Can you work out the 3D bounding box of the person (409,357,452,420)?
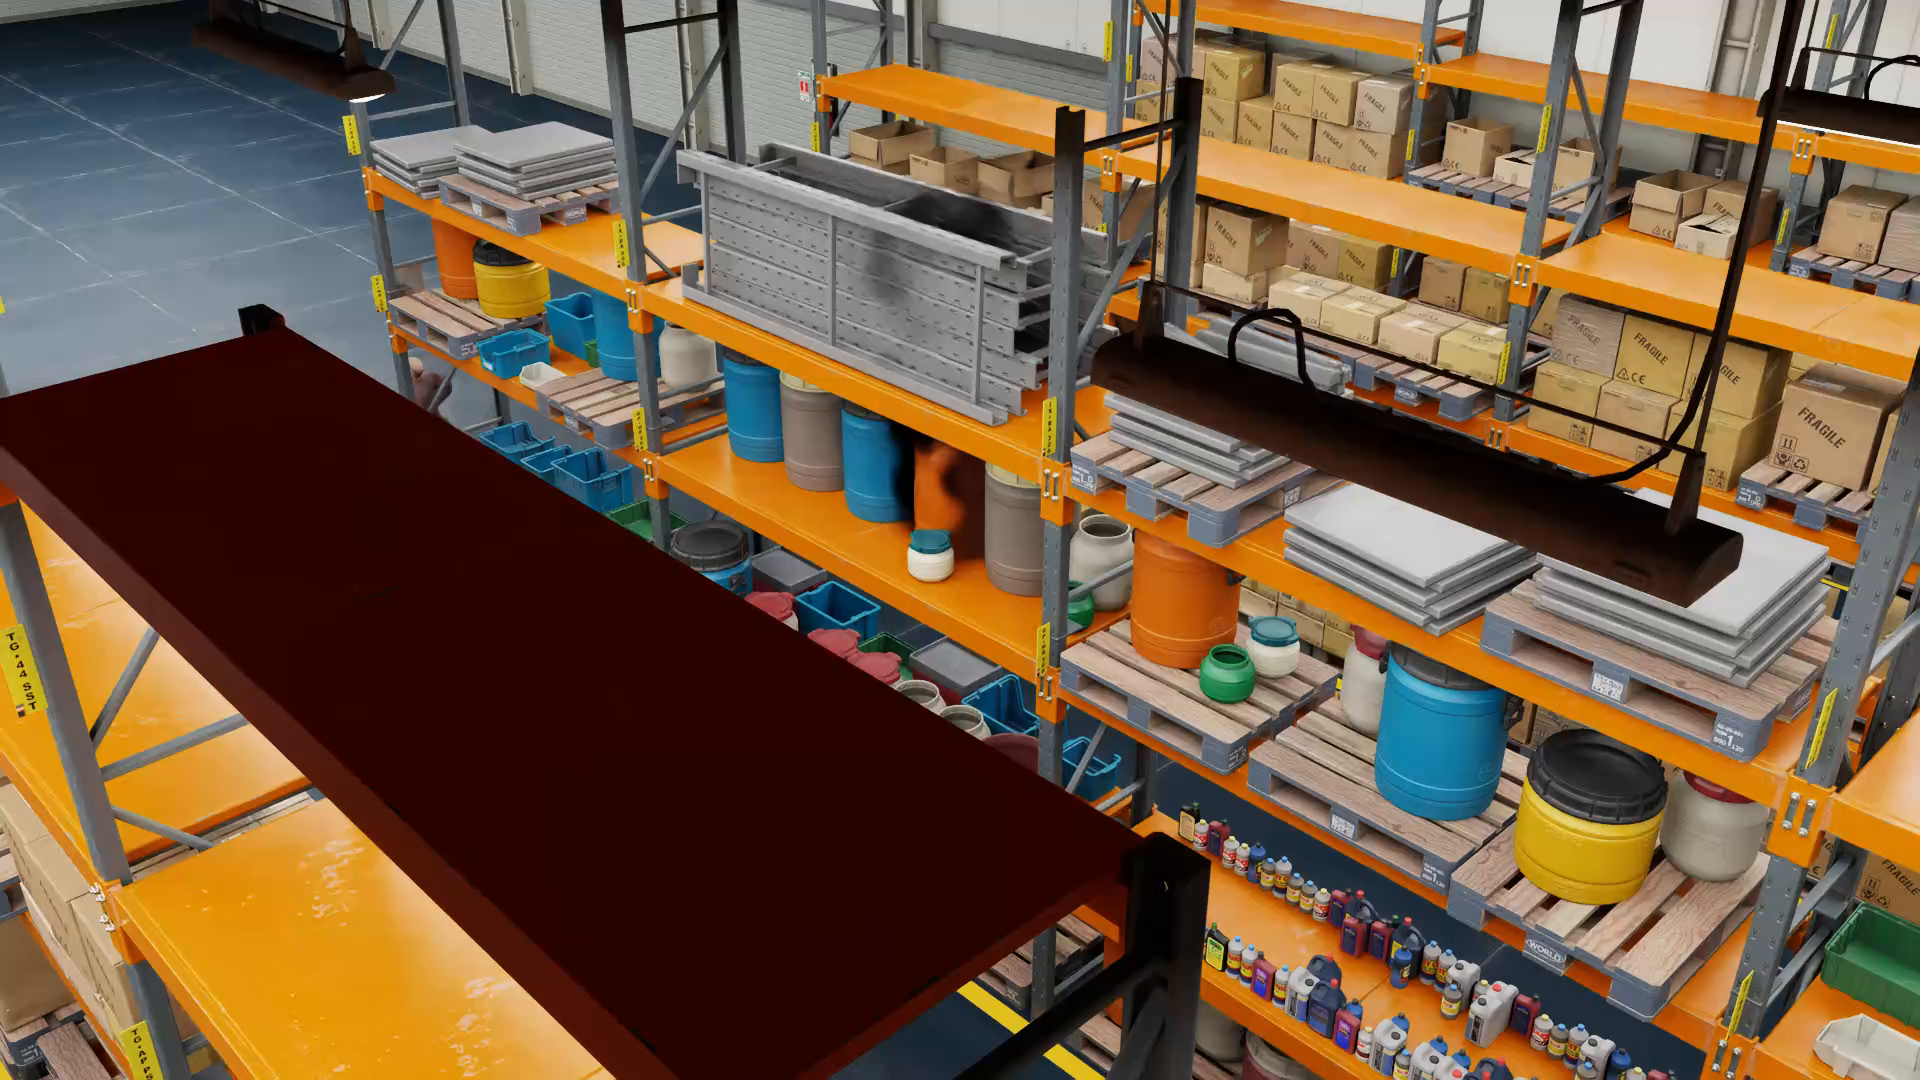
[{"bbox_3d":[-5.416,-1.035,16.974,0.924,1.799,0.732,-1,28,-1],"label":"person"}]
